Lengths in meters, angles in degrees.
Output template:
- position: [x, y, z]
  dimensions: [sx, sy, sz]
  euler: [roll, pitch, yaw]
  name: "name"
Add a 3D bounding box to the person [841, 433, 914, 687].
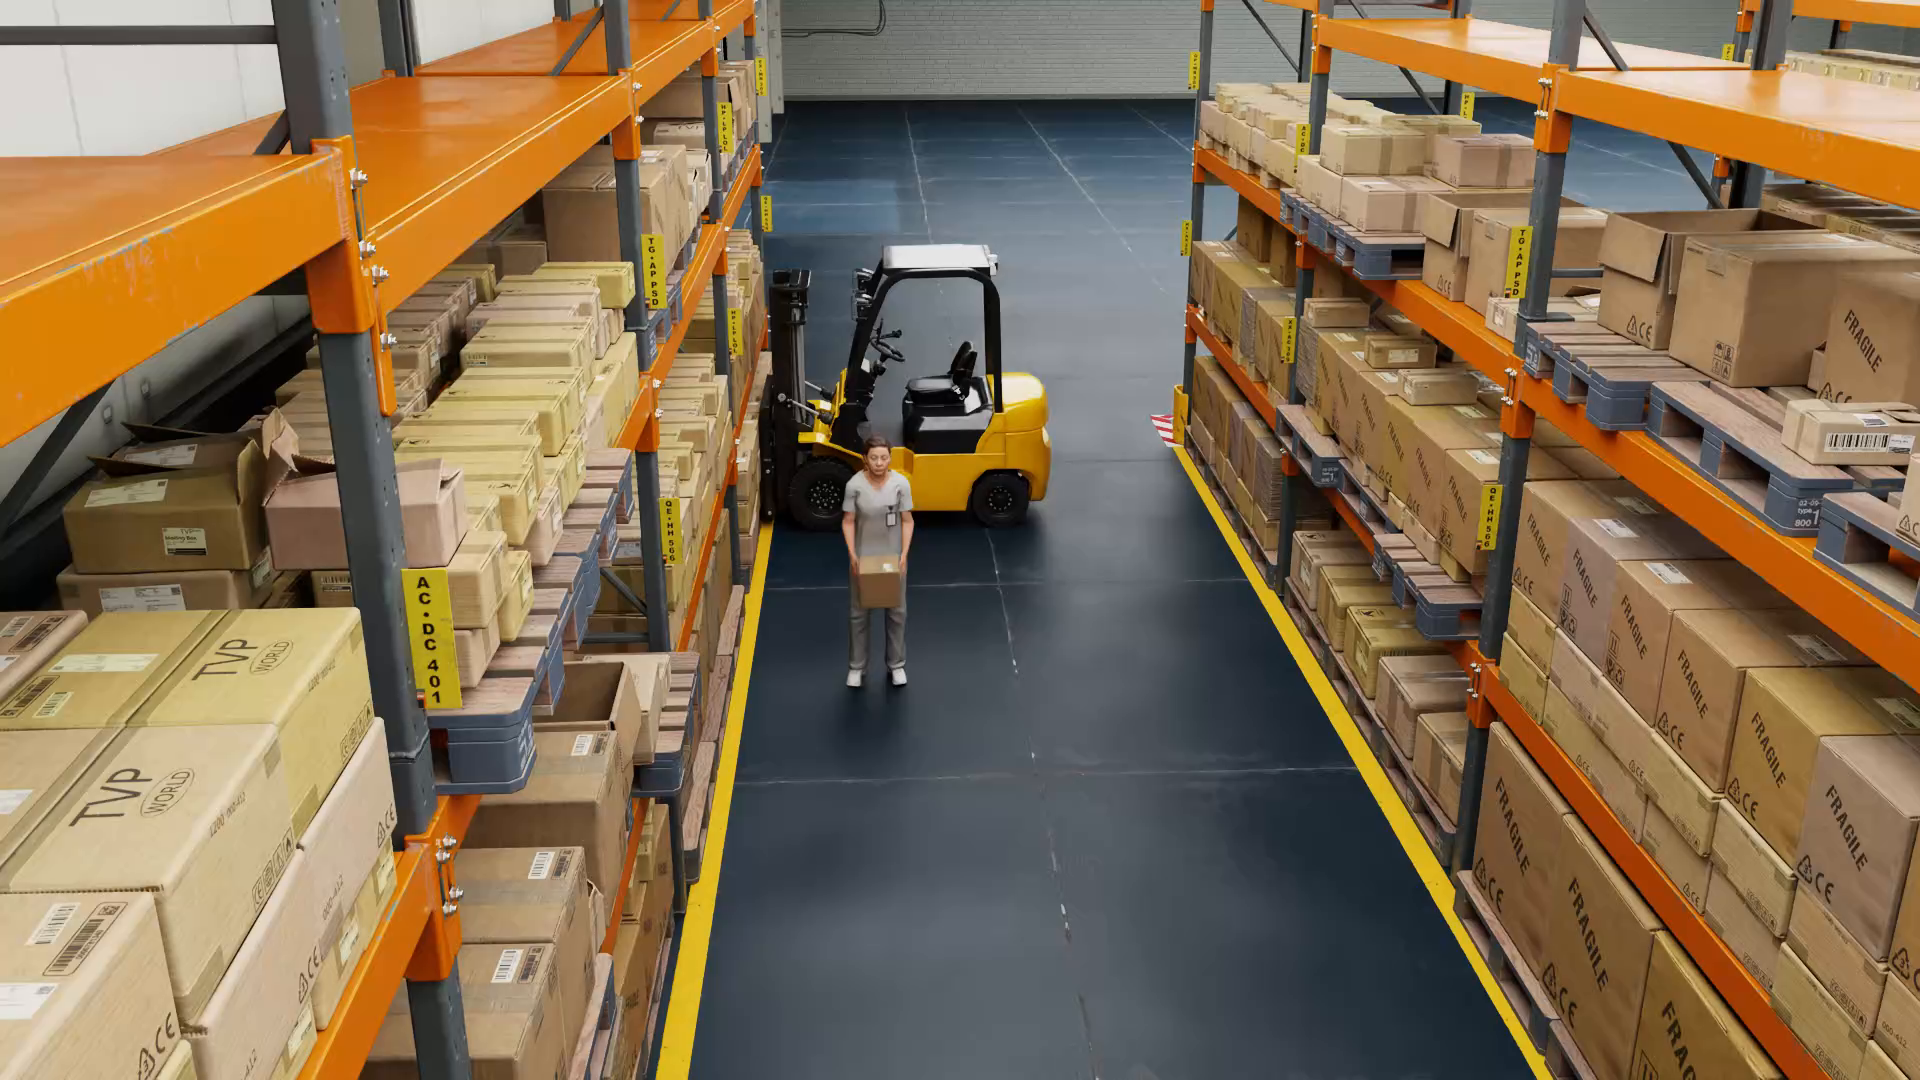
- position: [-0.523, 0.131, 10.724]
  dimensions: [0.466, 1.676, 0.412]
  euler: [-1, 21, -4]
  name: "person"
